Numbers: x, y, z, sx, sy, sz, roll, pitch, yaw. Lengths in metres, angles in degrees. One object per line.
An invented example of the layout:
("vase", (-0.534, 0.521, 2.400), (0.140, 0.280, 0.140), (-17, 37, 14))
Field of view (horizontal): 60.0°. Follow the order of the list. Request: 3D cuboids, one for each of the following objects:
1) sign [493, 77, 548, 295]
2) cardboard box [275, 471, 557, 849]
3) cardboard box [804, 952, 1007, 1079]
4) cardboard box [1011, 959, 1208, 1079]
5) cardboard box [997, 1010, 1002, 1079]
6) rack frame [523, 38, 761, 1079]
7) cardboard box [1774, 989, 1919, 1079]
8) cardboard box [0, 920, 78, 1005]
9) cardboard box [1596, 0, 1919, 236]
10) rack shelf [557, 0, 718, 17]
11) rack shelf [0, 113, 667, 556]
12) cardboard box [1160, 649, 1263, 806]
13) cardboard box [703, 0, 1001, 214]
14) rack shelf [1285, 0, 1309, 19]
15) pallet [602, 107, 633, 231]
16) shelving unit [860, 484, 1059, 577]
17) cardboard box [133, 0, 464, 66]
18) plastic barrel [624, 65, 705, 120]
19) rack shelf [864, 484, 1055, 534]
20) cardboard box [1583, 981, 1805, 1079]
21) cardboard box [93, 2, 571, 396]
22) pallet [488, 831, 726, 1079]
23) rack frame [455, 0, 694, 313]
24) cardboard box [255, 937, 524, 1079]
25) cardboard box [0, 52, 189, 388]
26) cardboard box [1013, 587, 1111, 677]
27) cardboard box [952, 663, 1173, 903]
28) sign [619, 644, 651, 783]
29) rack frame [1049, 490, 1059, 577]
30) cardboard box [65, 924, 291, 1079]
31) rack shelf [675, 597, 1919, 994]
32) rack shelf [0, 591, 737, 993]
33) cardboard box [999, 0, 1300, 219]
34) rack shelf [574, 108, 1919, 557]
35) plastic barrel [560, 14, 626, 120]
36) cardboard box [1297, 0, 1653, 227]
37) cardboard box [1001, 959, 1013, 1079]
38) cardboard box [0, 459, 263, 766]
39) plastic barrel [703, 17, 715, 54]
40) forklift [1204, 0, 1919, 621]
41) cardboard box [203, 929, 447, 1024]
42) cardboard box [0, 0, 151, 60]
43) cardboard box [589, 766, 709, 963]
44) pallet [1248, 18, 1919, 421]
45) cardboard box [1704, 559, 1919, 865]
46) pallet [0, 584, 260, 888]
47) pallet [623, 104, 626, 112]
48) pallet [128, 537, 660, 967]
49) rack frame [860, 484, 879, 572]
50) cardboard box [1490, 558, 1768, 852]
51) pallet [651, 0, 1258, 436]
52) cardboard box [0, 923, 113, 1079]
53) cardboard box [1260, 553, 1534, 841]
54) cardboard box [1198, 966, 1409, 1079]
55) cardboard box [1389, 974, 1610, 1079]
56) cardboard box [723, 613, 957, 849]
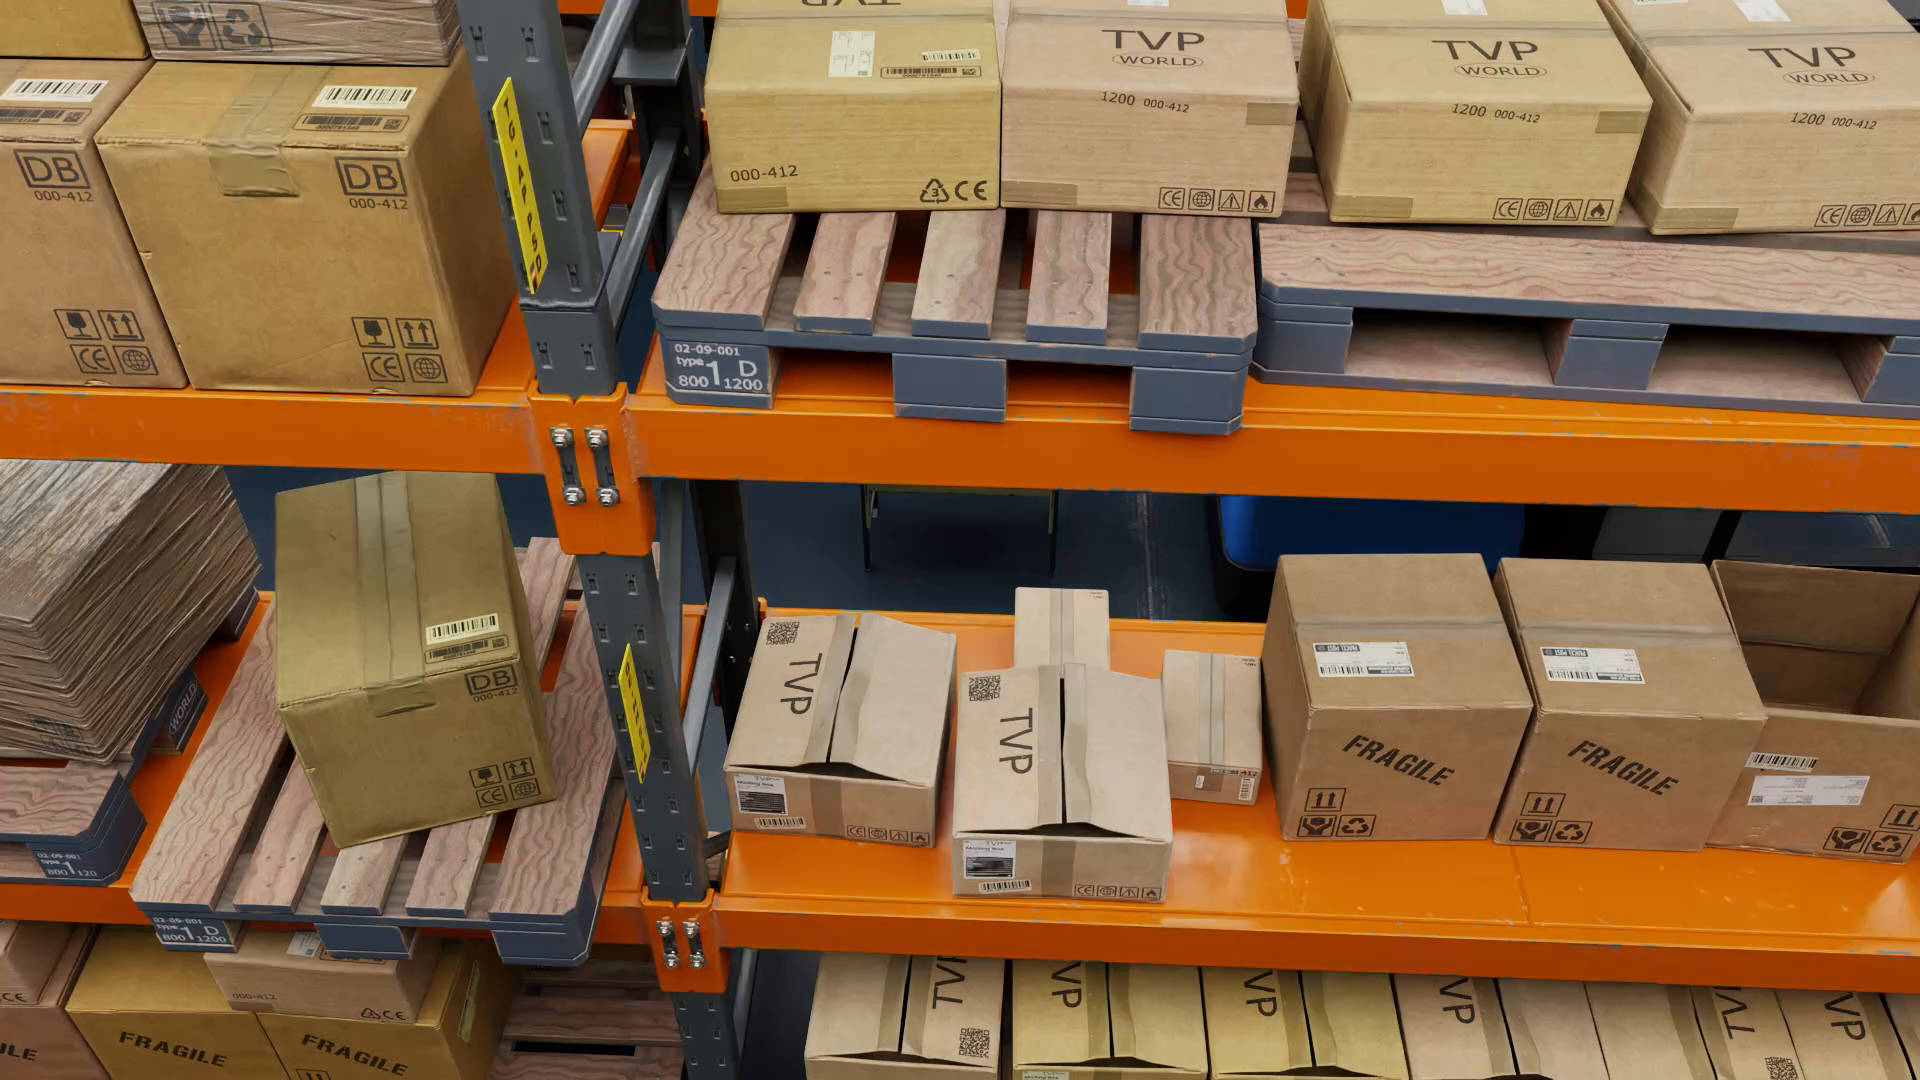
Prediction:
("sign", (-0.671, -0.538, 2.547), (0.005, 0.325, 0.100), (2, 43, 2))
("cardboard box", (-1.278, 0.246, 3.904), (0.500, 0.500, 0.700), (-12, 44, -12))
("cardboard box", (-0.134, 1.242, 4.514), (0.500, 0.311, 0.500), (3, 43, 3))
("cardboard box", (0.391, 1.253, 4.502), (0.500, 0.311, 0.500), (1, 43, 1))
("cardboard box", (-0.134, 1.448, 4.705), (0.500, 0.250, 0.500), (2, 43, 2))
("rack frame", (-0.644, 0.379, 4.143), (0.127, 3.000, 1.000), (2, 43, 2))
("cardboard box", (2.414, 1.320, 4.430), (0.500, 0.311, 0.500), (3, 43, 3))
("cardboard box", (-2.668, 0.962, 4.478), (0.500, 0.250, 0.500), (1, 43, 1))
("cardboard box", (1.445, -0.795, 3.004), (0.500, 0.250, 0.500), (-2, 43, -2))
("rack shelf", (-2.415, -2.792, 8.074), (4.000, 0.370, 1.077), (2, 43, 2))
("rack shelf", (-2.642, -0.517, 3.431), (4.000, 0.370, 1.077), (2, 43, 2))
("cardboard box", (0.632, 0.472, 4.227), (0.250, 0.149, 0.380), (5, 43, 5))
("cardboard box", (-0.188, -0.842, 3.054), (0.500, 0.250, 0.500), (-1, 43, -1))
("rack shelf", (1.581, -2.669, 7.942), (4.000, 0.370, 1.077), (2, 43, 2))
("pallet", (-1.207, -1.969, 8.709), (1.213, 0.211, 1.003), (2, 43, 2))
("shelving unit", (0.007, -0.549, 6.239), (0.755, 1.500, 0.431), (2, 43, 2))
("cardboard box", (-1.080, -1.139, 2.764), (0.500, 0.500, 0.500), (2, 43, 2))
("plastic barrel", (-1.475, -2.197, 8.425), (0.421, 0.512, 0.421), (0, 43, 0))
("rack shelf", (0.007, -0.310, 6.461), (0.720, 0.370, 0.431), (2, 43, 2))
("cardboard box", (1.916, 1.303, 4.448), (0.500, 0.311, 0.500), (2, 43, 2))
("cardboard box", (-1.081, -0.746, 3.076), (0.500, 0.500, 0.910), (2, 43, 2))
("pallet", (-1.388, 1.351, 5.145), (1.213, 0.211, 1.003), (2, 43, 2))
("rack frame", (-0.644, -1.816, 2.098), (0.127, 3.000, 1.000), (2, 43, 2))
("cardboard box", (-1.589, 1.264, 4.704), (0.500, 0.500, 0.500), (3, 43, 4))
("cardboard box", (-1.591, -0.761, 3.093), (0.500, 0.500, 0.910), (2, 43, 2))
("cardboard box", (0.267, 0.310, 4.400), (0.250, 0.149, 0.380), (2, 43, 2))
("cardboard box", (0.241, 0.571, 4.002), (0.500, 0.311, 0.500), (1, 43, 1))
("sign", (-0.659, 0.354, 3.378), (0.005, 0.325, 0.100), (2, 43, 2))
("rack frame", (0.372, -0.537, 6.226), (0.023, 1.500, 0.400), (2, 43, 2))
("cardboard box", (-2.106, 1.248, 4.721), (0.500, 0.500, 0.500), (0, 43, 0))
("rack shelf", (1.354, 0.704, 4.322), (4.000, 0.370, 1.077), (2, 43, 2))
("rack shelf", (-2.642, 0.581, 4.454), (4.000, 0.370, 1.077), (2, 43, 2))
("cardboard box", (0.336, -0.838, 3.050), (0.500, 0.250, 0.500), (3, 43, 3))
("rack shelf", (1.354, -0.394, 3.299), (4.000, 0.370, 1.077), (2, 43, 2))
("plastic barrel", (-2.035, -2.303, 8.483), (0.708, 0.588, 0.600), (2, 43, 2))
("cardboard box", (0.907, -0.813, 3.023), (0.500, 0.250, 0.500), (1, 43, 1))
("cardboard box", (0.368, 1.462, 4.689), (0.500, 0.250, 0.500), (1, 43, 1))
("cardboard box", (-2.183, 0.088, 4.073), (0.500, 0.500, 0.700), (9, 44, 10))
("plastic barrel", (-0.907, -2.357, 8.363), (0.708, 0.830, 0.600), (2, 43, 2))
("forklift", (2.514, -1.063, 5.741), (3.031, 2.935, 1.130), (1, 43, 1))
("cardboard box", (-1.645, 0.991, 4.447), (0.500, 0.250, 0.500), (3, 43, 4))
("cardboard box", (-1.589, -1.154, 2.781), (0.500, 0.500, 0.500), (2, 43, 2))
("cardboard box", (-1.086, 0.924, 5.068), (0.500, 0.500, 0.500), (3, 43, 4))
("pallet", (1.155, -0.657, 3.193), (1.213, 0.211, 1.003), (4, 43, 4))
("cardboard box", (2.059, 0.414, 4.031), (0.500, 0.500, 0.500), (5, 43, 5))
("pallet", (-2.587, 0.393, 4.269), (1.213, 0.211, 1.003), (2, 43, 2))
("pallet", (-2.422, -2.009, 8.751), (1.213, 0.211, 1.003), (2, 43, 2))
("pallet", (-1.324, 0.476, 4.179), (1.003, 0.211, 1.213), (2, 43, 2))
("rack frame", (-0.359, -0.560, 6.251), (0.023, 1.500, 0.400), (2, 43, 2))
("cardboard box", (1.559, 0.399, 4.048), (0.500, 0.500, 0.500), (2, 43, 2))
("pallet", (0.038, -0.689, 3.227), (1.003, 0.211, 1.213), (4, 43, 4))
("cardboard box", (-2.630, 1.236, 4.734), (0.500, 0.500, 0.500), (0, 43, 0))
("cardboard box", (1.033, 0.383, 4.065), (0.500, 0.500, 0.500), (0, 43, 0))
("cardboard box", (0.900, 1.270, 4.484), (0.500, 0.311, 0.500), (1, 43, 1))
("cardboard box", (1.414, 1.285, 4.467), (0.500, 0.311, 0.500), (1, 43, 1))
("cardboard box", (-0.283, 0.453, 4.129), (0.500, 0.311, 0.500), (4, 43, 5))
